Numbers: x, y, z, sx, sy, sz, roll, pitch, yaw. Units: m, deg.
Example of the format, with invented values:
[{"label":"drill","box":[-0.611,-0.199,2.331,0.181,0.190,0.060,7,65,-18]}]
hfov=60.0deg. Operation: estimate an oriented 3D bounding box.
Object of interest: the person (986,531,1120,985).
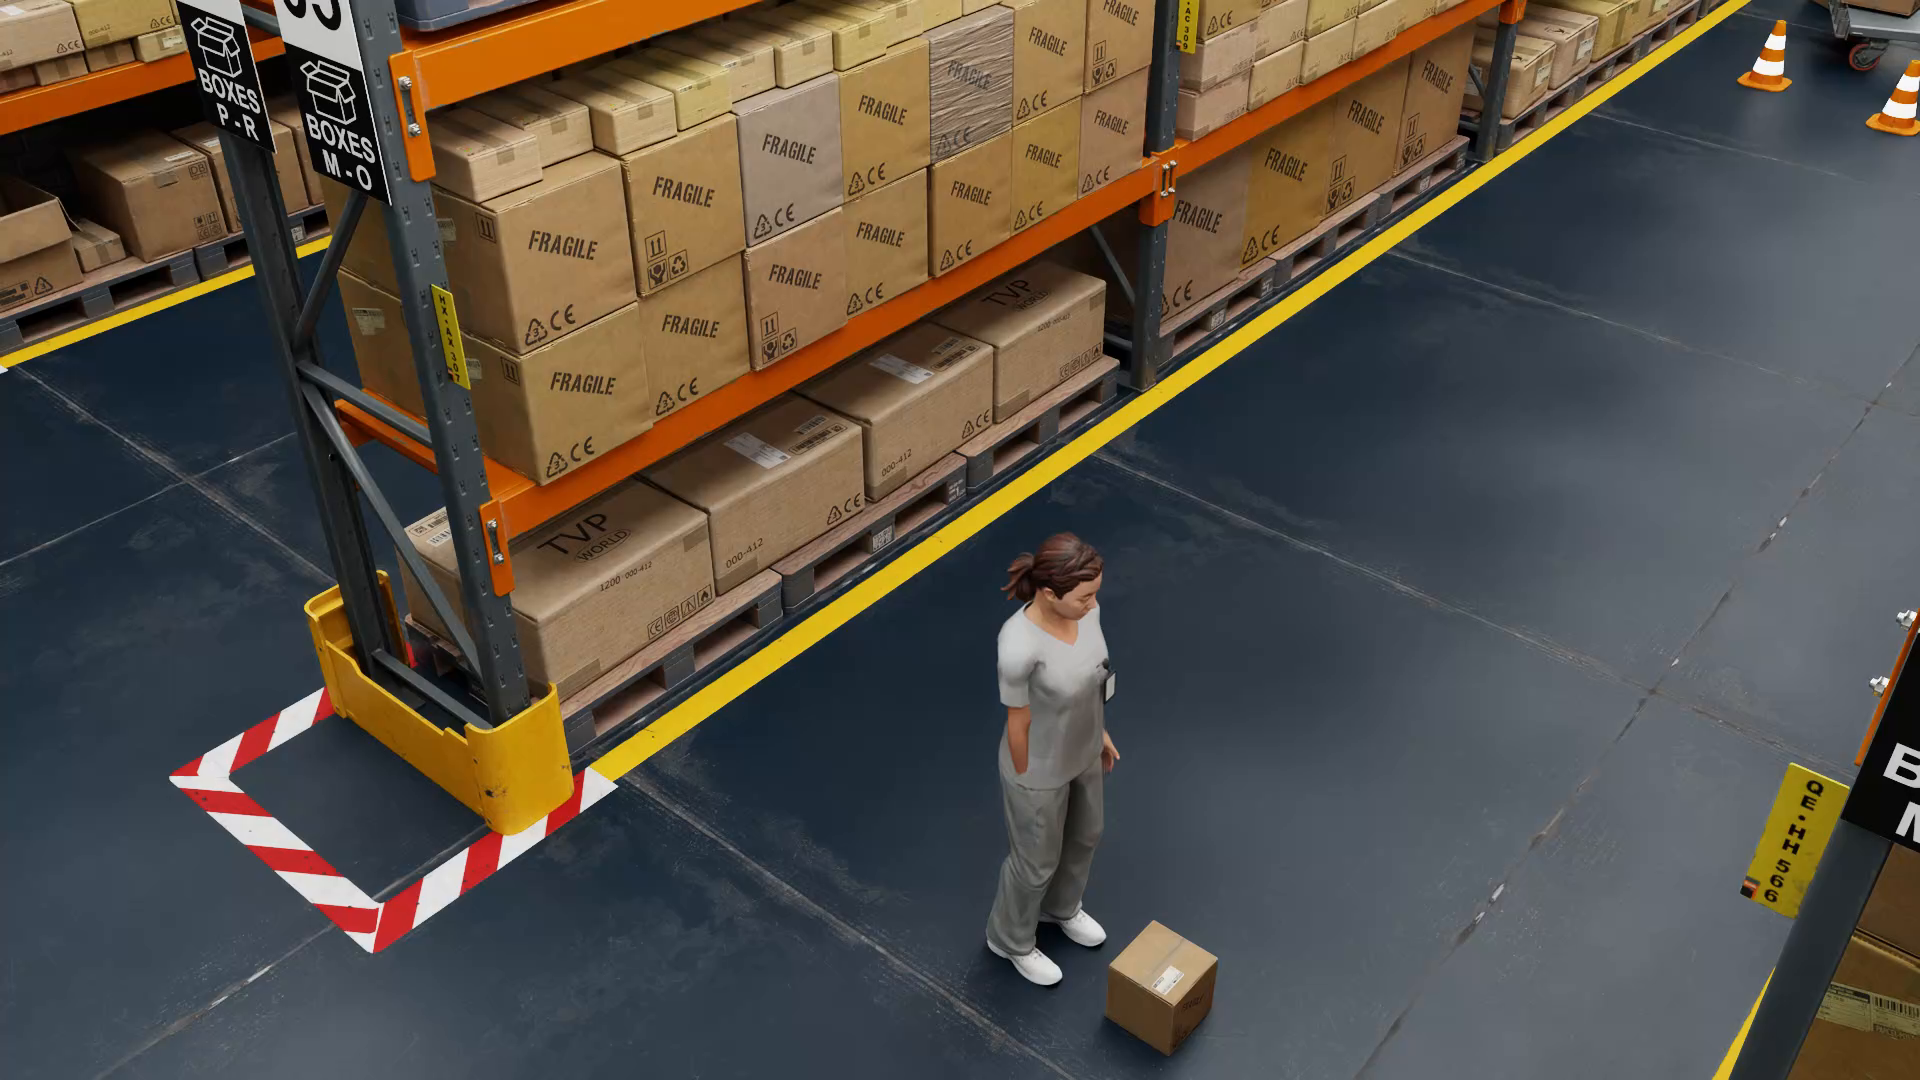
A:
[{"label":"person","box":[0.288,0.671,5.201,0.367,1.671,0.442,27,43,32]}]
